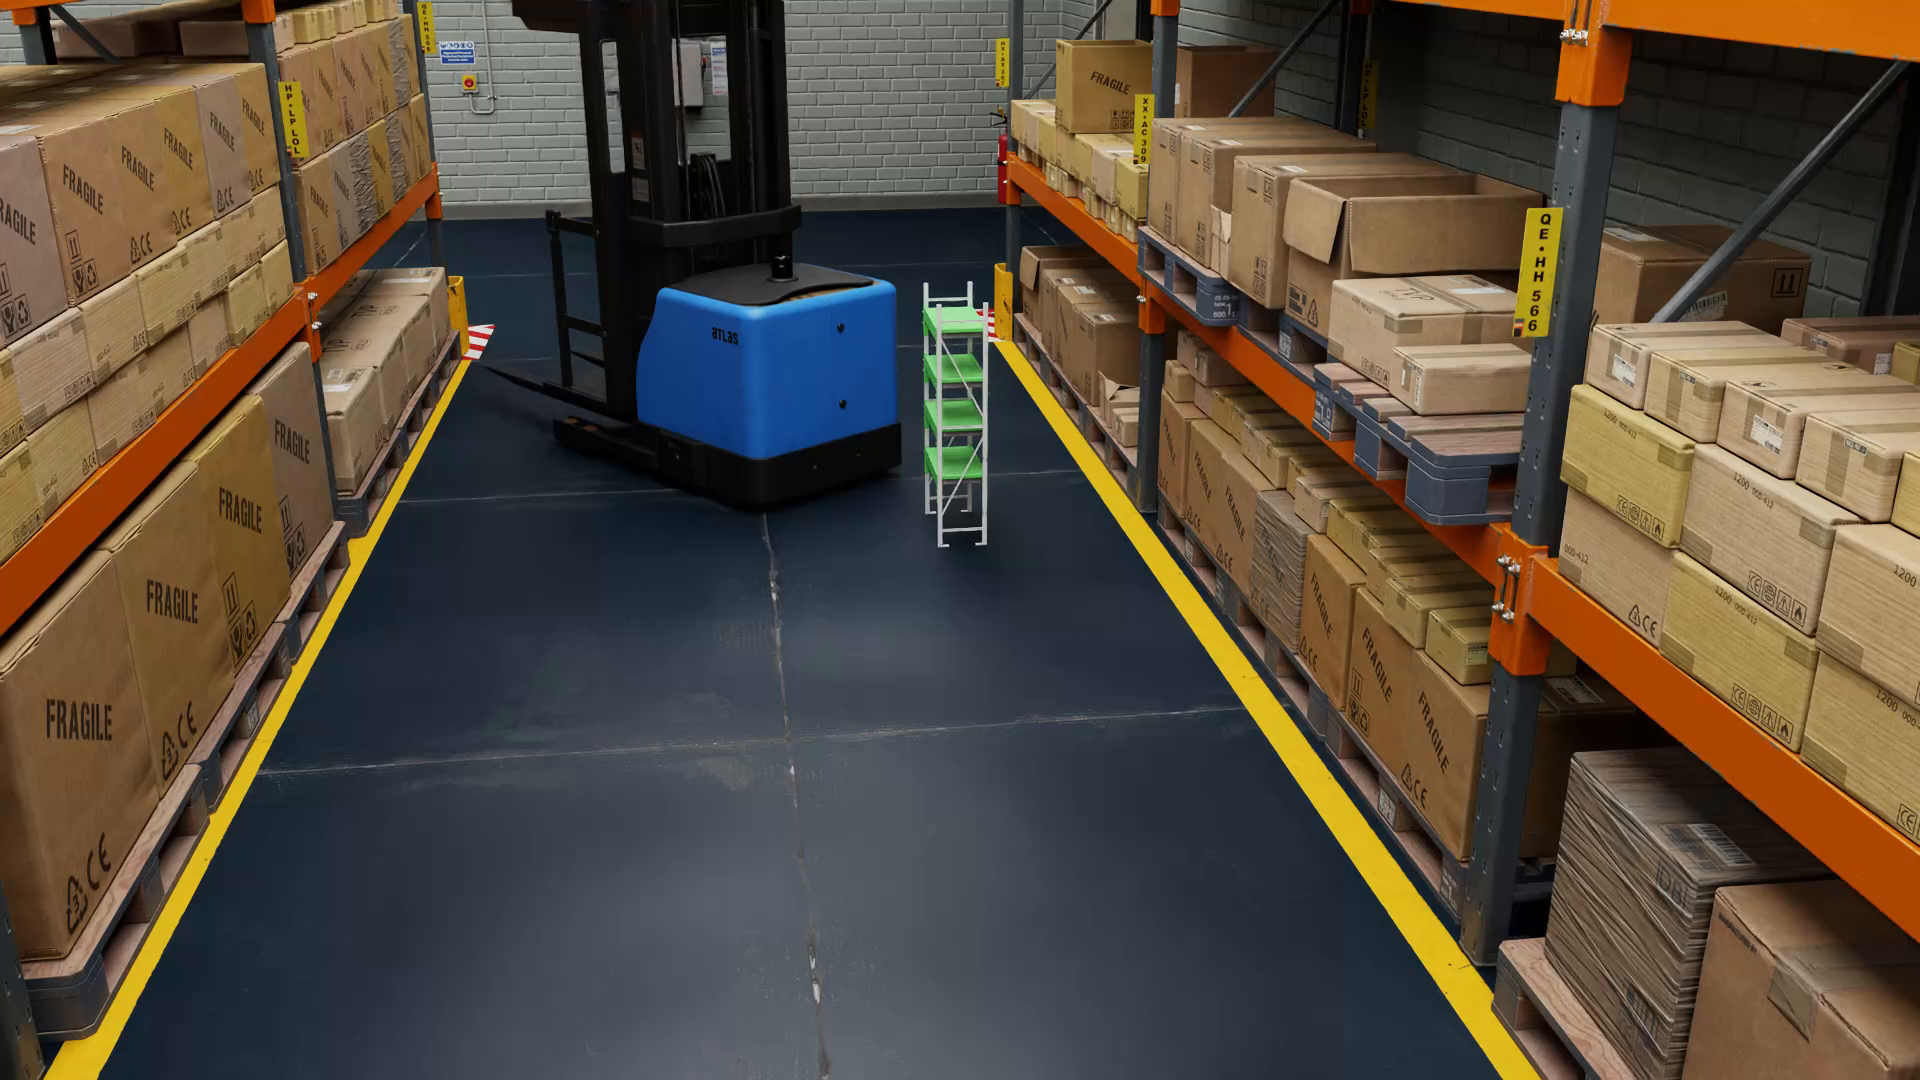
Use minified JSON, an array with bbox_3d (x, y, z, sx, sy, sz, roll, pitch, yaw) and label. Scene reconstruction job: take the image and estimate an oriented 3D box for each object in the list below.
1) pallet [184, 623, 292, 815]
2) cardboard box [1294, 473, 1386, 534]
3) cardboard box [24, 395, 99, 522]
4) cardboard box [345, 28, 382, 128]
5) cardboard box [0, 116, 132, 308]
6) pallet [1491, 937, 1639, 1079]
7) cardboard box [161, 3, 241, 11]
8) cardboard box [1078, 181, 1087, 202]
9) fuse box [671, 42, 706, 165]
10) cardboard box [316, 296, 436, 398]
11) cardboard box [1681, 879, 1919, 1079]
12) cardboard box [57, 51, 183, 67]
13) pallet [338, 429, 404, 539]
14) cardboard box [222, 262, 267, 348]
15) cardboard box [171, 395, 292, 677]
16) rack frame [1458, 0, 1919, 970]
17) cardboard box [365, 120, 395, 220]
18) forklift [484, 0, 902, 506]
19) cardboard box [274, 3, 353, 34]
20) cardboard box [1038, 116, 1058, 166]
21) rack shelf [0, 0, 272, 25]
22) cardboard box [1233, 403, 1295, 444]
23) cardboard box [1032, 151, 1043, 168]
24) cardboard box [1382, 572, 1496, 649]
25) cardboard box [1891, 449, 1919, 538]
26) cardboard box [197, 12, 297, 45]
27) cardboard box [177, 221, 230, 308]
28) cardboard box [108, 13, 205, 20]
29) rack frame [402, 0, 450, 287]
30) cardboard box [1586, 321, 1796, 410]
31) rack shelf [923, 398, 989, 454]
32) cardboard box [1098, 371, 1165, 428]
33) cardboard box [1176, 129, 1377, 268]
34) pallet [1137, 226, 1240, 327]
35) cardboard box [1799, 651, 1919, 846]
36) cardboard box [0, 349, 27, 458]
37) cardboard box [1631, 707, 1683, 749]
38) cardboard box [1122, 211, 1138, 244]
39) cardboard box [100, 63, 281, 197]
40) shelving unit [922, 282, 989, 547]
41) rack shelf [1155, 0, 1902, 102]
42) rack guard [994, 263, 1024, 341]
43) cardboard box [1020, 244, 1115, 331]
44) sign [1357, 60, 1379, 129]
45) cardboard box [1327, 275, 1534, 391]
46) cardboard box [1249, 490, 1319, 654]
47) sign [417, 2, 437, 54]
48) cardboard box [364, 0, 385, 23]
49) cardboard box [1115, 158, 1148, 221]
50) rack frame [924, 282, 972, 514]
[{"bbox_3d":[-3.131,0.664,6.138,1.003,0.211,1.213,-3,21,-8],"label":"pallet"},{"bbox_3d":[1.507,-0.145,6.361,0.380,0.149,0.250,-4,21,-10],"label":"cardboard box"},{"bbox_3d":[-2.832,-0.233,4.768,0.500,0.250,0.500,-4,21,-9],"label":"cardboard box"},{"bbox_3d":[-3.524,-2.550,9.184,0.500,0.500,0.500,-3,21,-8],"label":"cardboard box"},{"bbox_3d":[-2.889,-0.994,5.019,0.500,0.500,0.500,-2,21,-6],"label":"cardboard box"},{"bbox_3d":[2.072,1.397,4.174,1.003,0.211,1.213,-3,21,-8],"label":"pallet"},{"bbox_3d":[-4.027,-2.769,8.845,0.380,0.149,0.250,-3,21,-8],"label":"cardboard box"},{"bbox_3d":[0.915,-2.096,9.901,0.380,0.149,0.250,-3,21,-8],"label":"cardboard box"},{"bbox_3d":[-2.809,-4.117,16.794,0.539,1.711,0.414,-3,21,-8],"label":"fuse box"},{"bbox_3d":[-3.738,-1.171,10.126,0.875,0.438,0.875,-2,21,-6],"label":"cardboard box"},{"bbox_3d":[2.170,1.162,3.612,0.875,0.625,0.625,-2,21,-6],"label":"cardboard box"},{"bbox_3d":[-3.837,-1.994,7.696,0.500,0.500,0.500,-3,21,-8],"label":"cardboard box"},{"bbox_3d":[-3.528,-0.290,8.692,1.003,0.211,1.213,-3,21,-8],"label":"pallet"},{"bbox_3d":[-3.109,-0.940,6.661,0.500,0.250,0.500,-3,21,-9],"label":"cardboard box"},{"bbox_3d":[-3.189,-0.008,6.387,0.875,0.875,0.875,-2,21,-6],"label":"cardboard box"},{"bbox_3d":[1.992,-0.196,4.454,1.000,3.000,0.127,-3,21,-8],"label":"rack frame"},{"bbox_3d":[-3.512,-2.077,9.348,0.500,0.500,0.500,-2,21,-6],"label":"cardboard box"},{"bbox_3d":[-1.716,-1.978,9.323,1.130,2.935,3.031,-19,28,-41],"label":"forklift"},{"bbox_3d":[-3.485,-2.799,8.925,0.380,0.149,0.250,-3,21,-8],"label":"cardboard box"},{"bbox_3d":[0.787,-2.515,10.451,0.500,0.250,0.500,-3,21,-9],"label":"cardboard box"},{"bbox_3d":[-3.207,-1.705,5.236,1.077,0.370,4.000,-3,21,-8],"label":"rack shelf"},{"bbox_3d":[1.422,-0.499,7.309,0.380,0.149,0.250,-3,21,-9],"label":"cardboard box"},{"bbox_3d":[0.697,-2.635,11.343,0.380,0.149,0.250,-2,21,-6],"label":"cardboard box"},{"bbox_3d":[1.600,0.223,5.377,0.380,0.149,0.250,-4,21,-11],"label":"cardboard box"},{"bbox_3d":[1.965,-0.066,3.036,0.380,0.149,0.250,-3,21,-7],"label":"cardboard box"},{"bbox_3d":[-3.416,-2.445,7.977,0.380,0.149,0.250,-3,21,-8],"label":"cardboard box"},{"bbox_3d":[-3.032,-1.001,6.110,0.500,0.250,0.500,-2,21,-6],"label":"cardboard box"},{"bbox_3d":[-3.812,-2.423,7.917,0.380,0.149,0.250,-3,21,-8],"label":"cardboard box"},{"bbox_3d":[-4.072,-2.714,11.197,1.000,3.000,0.127,-3,21,-8],"label":"rack frame"},{"bbox_3d":[1.747,-0.422,3.988,0.380,0.149,0.250,-2,21,-6],"label":"cardboard box"},{"bbox_3d":[-0.024,-0.560,8.182,0.258,0.148,0.480,-3,21,-8],"label":"rack shelf"},{"bbox_3d":[0.993,-0.799,9.375,0.396,0.266,0.258,-2,21,-6],"label":"cardboard box"},{"bbox_3d":[1.339,-1.467,7.113,0.700,0.500,0.500,-3,21,-7],"label":"cardboard box"},{"bbox_3d":[1.423,-1.209,7.440,1.003,0.211,1.213,-3,21,-8],"label":"pallet"},{"bbox_3d":[1.963,0.392,3.093,0.500,0.250,0.500,-4,21,-10],"label":"cardboard box"},{"bbox_3d":[-2.748,-0.296,4.222,0.500,0.250,0.500,-3,21,-8],"label":"cardboard box"},{"bbox_3d":[2.209,0.618,5.247,0.500,0.500,0.500,-2,21,-6],"label":"cardboard box"},{"bbox_3d":[1.061,-1.650,8.706,0.380,0.149,0.250,-2,21,-6],"label":"cardboard box"},{"bbox_3d":[-3.183,-1.703,6.916,0.500,0.500,0.500,-2,21,-6],"label":"cardboard box"},{"bbox_3d":[-0.024,-0.619,8.160,0.258,1.200,0.503,-3,21,-8],"label":"shelving unit"},{"bbox_3d":[1.704,-1.957,5.909,1.077,0.370,4.000,-3,21,-8],"label":"rack shelf"},{"bbox_3d":[0.850,-1.769,12.237,1.175,0.500,0.348,-3,21,-8],"label":"rack guard"},{"bbox_3d":[0.833,-1.777,11.654,0.797,0.503,0.637,-4,21,-10],"label":"cardboard box"},{"bbox_3d":[1.964,-2.153,8.038,0.100,0.325,0.005,-3,21,-8],"label":"sign"},{"bbox_3d":[1.520,-0.672,5.341,0.500,0.250,0.500,-4,21,-10],"label":"cardboard box"},{"bbox_3d":[1.485,0.109,6.610,0.500,0.500,0.500,-4,21,-10],"label":"cardboard box"},{"bbox_3d":[-3.533,-3.390,11.013,0.100,0.325,0.005,-3,21,-8],"label":"sign"},{"bbox_3d":[-3.646,-3.158,9.886,0.380,0.149,0.250,-2,21,-7],"label":"cardboard box"},{"bbox_3d":[1.101,-1.814,8.576,0.500,0.250,0.500,-2,21,-6],"label":"cardboard box"},{"bbox_3d":[-0.059,-0.704,8.386,0.240,1.200,0.015,-3,21,-8],"label":"rack frame"}]
